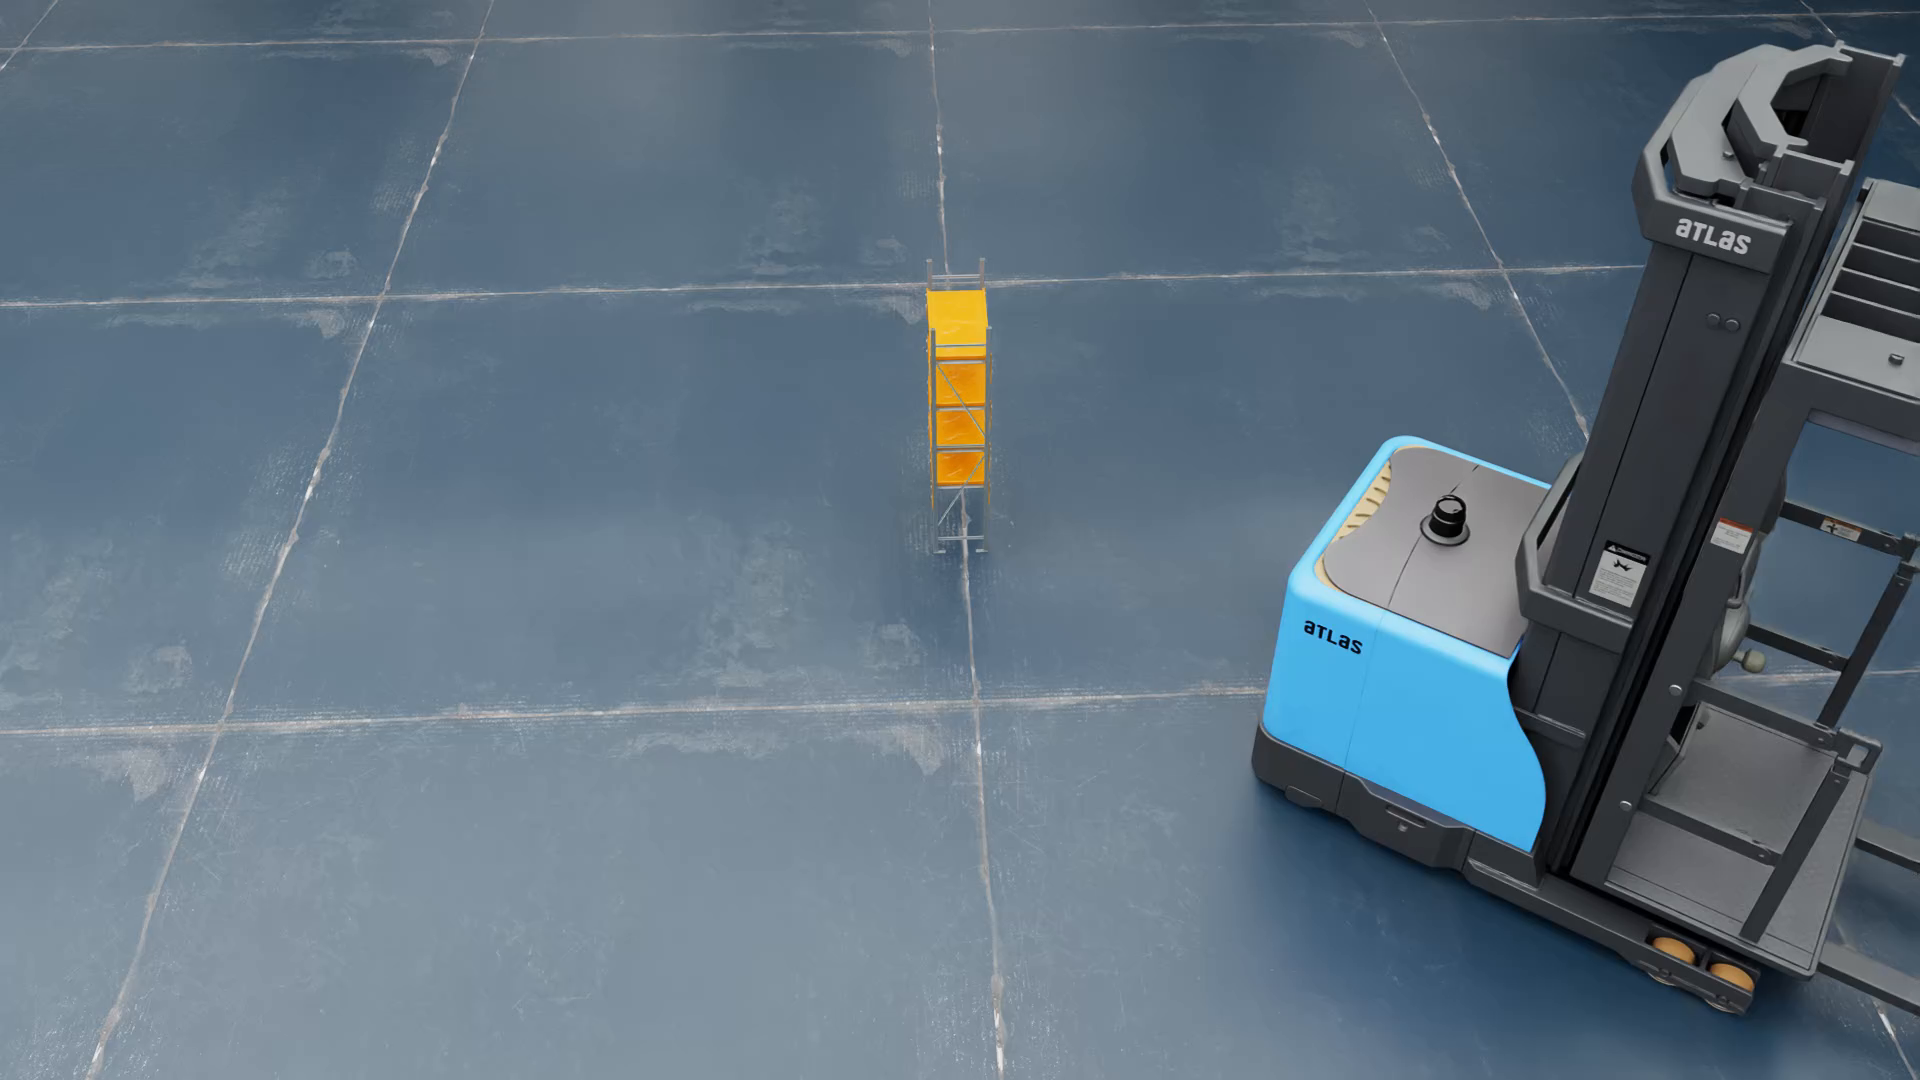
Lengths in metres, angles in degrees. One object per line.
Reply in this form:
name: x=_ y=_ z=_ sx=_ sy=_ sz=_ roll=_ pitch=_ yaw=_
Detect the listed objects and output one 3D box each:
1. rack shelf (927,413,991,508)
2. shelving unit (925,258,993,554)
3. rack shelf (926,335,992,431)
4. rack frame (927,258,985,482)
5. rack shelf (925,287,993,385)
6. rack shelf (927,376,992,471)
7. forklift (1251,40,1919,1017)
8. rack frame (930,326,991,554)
rack shelf: x=-0.007 y=-0.358 z=7.296 sx=0.258 sy=0.148 sz=0.480 roll=-2 pitch=43 yaw=-2
shelving unit: x=-0.007 y=-0.554 z=7.116 sx=0.258 sy=1.200 sz=0.503 roll=-2 pitch=43 yaw=-2
rack shelf: x=-0.007 y=-0.669 z=7.010 sx=0.258 sy=0.148 sz=0.480 roll=-2 pitch=43 yaw=-2
rack frame: x=-0.017 y=-0.719 z=7.296 sx=0.240 sy=1.200 sz=0.015 roll=-2 pitch=43 yaw=-2
rack shelf: x=-0.007 y=-0.844 z=6.851 sx=0.258 sy=0.148 sz=0.480 roll=-2 pitch=43 yaw=-2
rack shelf: x=-0.007 y=-0.504 z=7.162 sx=0.258 sy=0.148 sz=0.480 roll=-2 pitch=43 yaw=-2
forklift: x=2.631 y=0.107 z=5.114 sx=3.031 sy=2.935 sz=1.130 roll=23 pitch=47 yaw=23
rack frame: x=0.003 y=-0.389 z=6.936 sx=0.240 sy=1.200 sz=0.015 roll=-2 pitch=43 yaw=-2
